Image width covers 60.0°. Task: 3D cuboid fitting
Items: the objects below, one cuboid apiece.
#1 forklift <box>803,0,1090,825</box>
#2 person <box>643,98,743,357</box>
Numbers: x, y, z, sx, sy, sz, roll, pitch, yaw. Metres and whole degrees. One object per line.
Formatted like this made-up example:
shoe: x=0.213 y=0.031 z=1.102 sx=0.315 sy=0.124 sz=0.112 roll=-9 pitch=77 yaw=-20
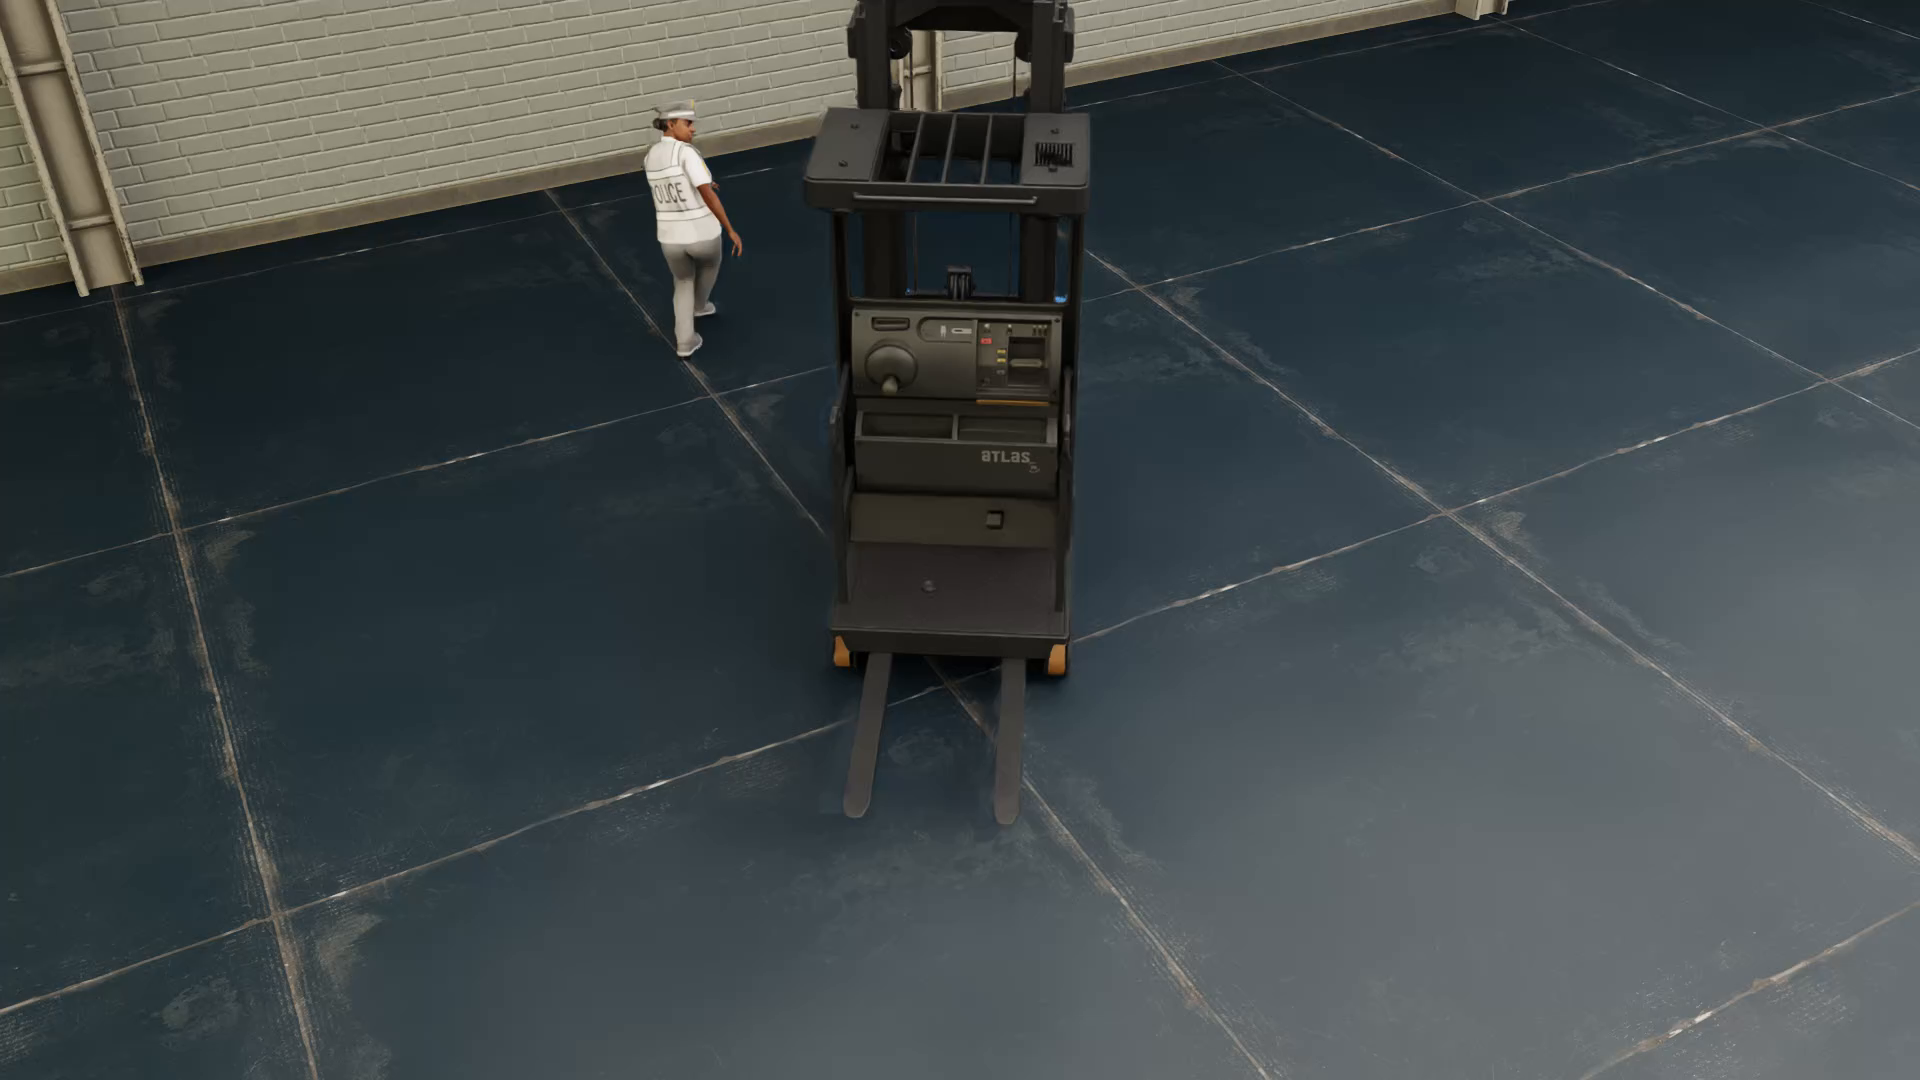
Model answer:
forklift: x=-0.027 y=-0.759 z=7.197 sx=1.130 sy=2.935 sz=3.031 roll=2 pitch=35 yaw=3
person: x=-1.537 y=-1.920 z=10.065 sx=0.694 sy=1.533 sz=0.762 roll=9 pitch=36 yaw=12
